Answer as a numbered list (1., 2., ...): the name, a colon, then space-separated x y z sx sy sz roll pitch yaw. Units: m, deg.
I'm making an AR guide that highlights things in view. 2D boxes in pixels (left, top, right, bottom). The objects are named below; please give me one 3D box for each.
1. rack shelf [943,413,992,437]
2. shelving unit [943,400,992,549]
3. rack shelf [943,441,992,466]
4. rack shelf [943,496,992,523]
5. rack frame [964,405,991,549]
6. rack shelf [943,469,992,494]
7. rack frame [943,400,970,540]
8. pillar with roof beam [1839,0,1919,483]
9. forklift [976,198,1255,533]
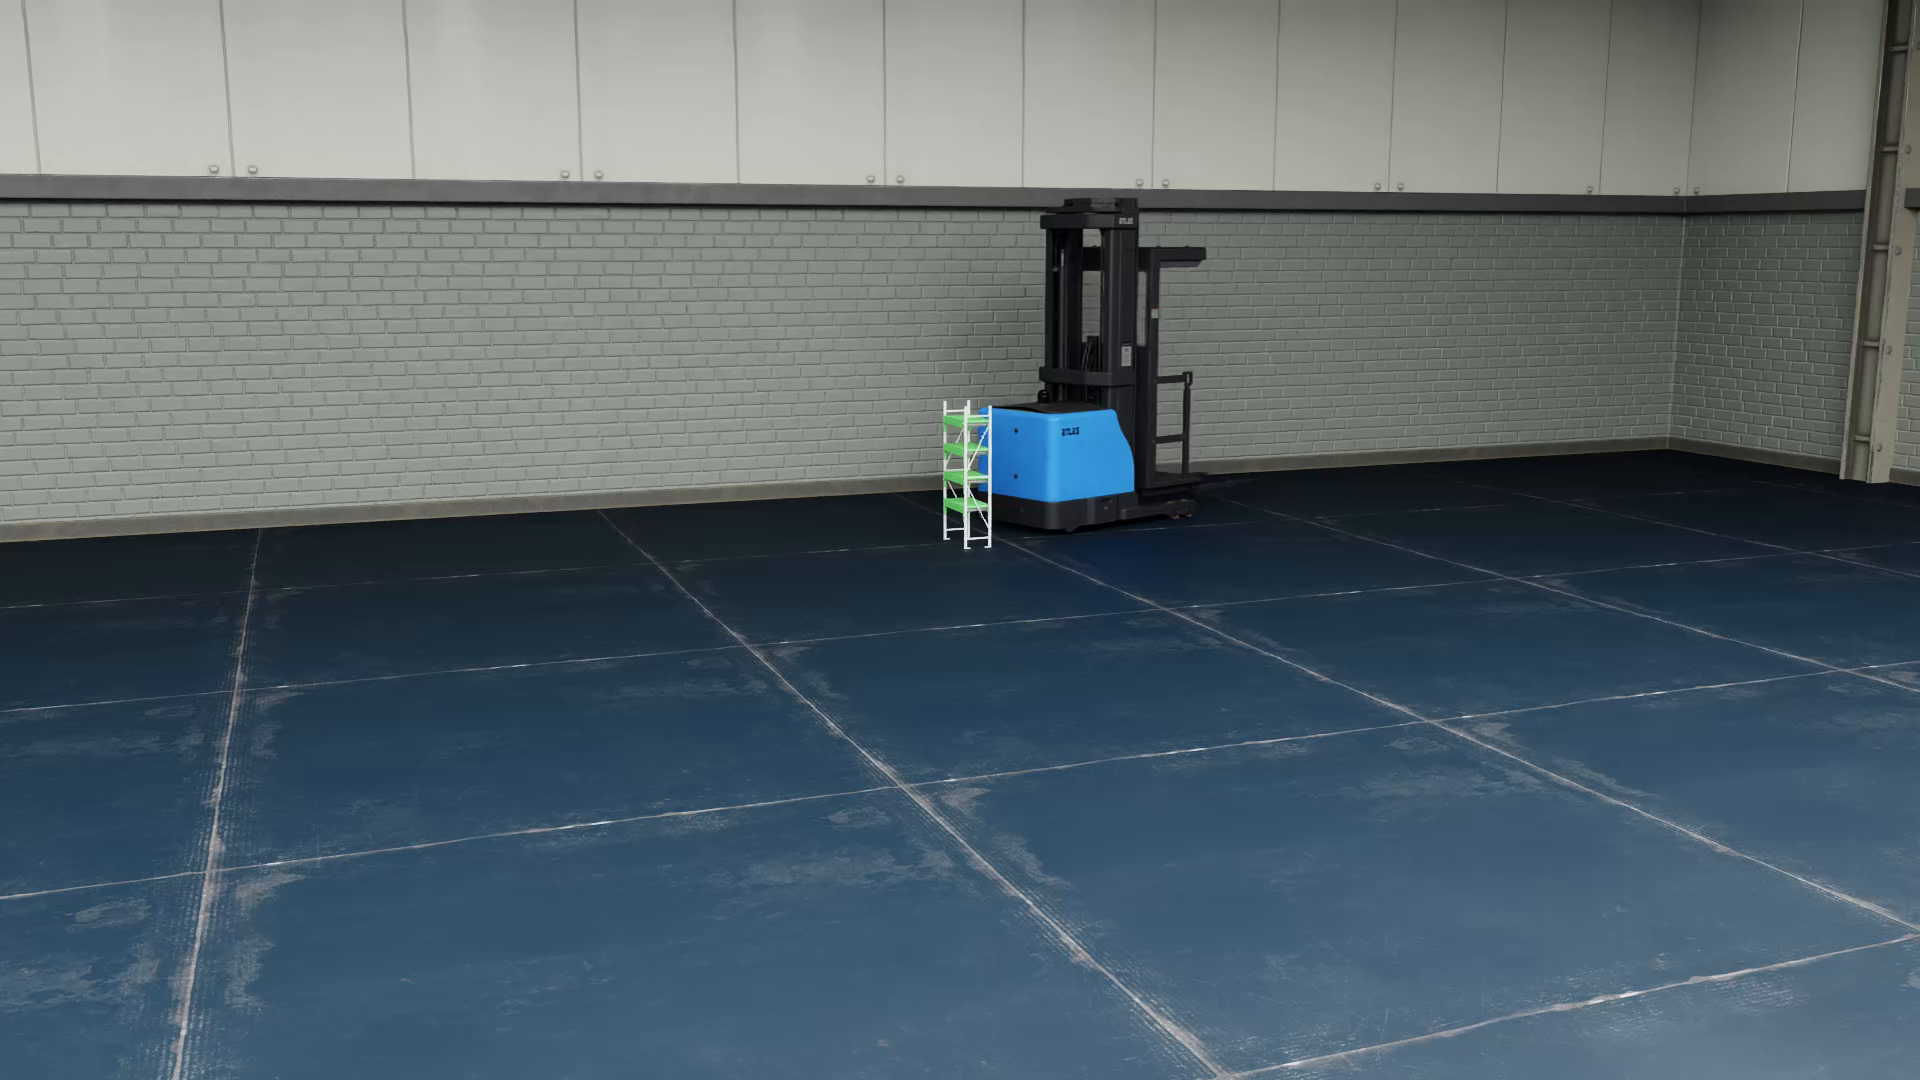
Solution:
1. rack shelf: 0.060 -0.973 14.090 0.258 0.148 0.480 -4 11 -21
2. shelving unit: 0.060 -0.564 14.163 0.258 1.200 0.503 -4 11 -21
3. rack shelf: 0.060 -0.737 14.132 0.258 0.148 0.480 -4 11 -21
4. rack shelf: 0.060 -0.265 14.216 0.258 0.148 0.480 -4 11 -21
5. rack frame: 0.148 -0.524 13.939 0.240 1.200 0.015 -4 11 -21
6. rack shelf: 0.060 -0.501 14.174 0.258 0.148 0.480 -4 11 -21
7. rack frame: -0.028 -0.604 14.387 0.240 1.200 0.015 -4 11 -21
8. pillar with roof beam: 5.823 -4.808 15.754 9.100 9.000 0.400 -4 11 -21
9. forklift: 1.586 -1.699 15.601 3.031 2.935 1.130 -9 13 -41
